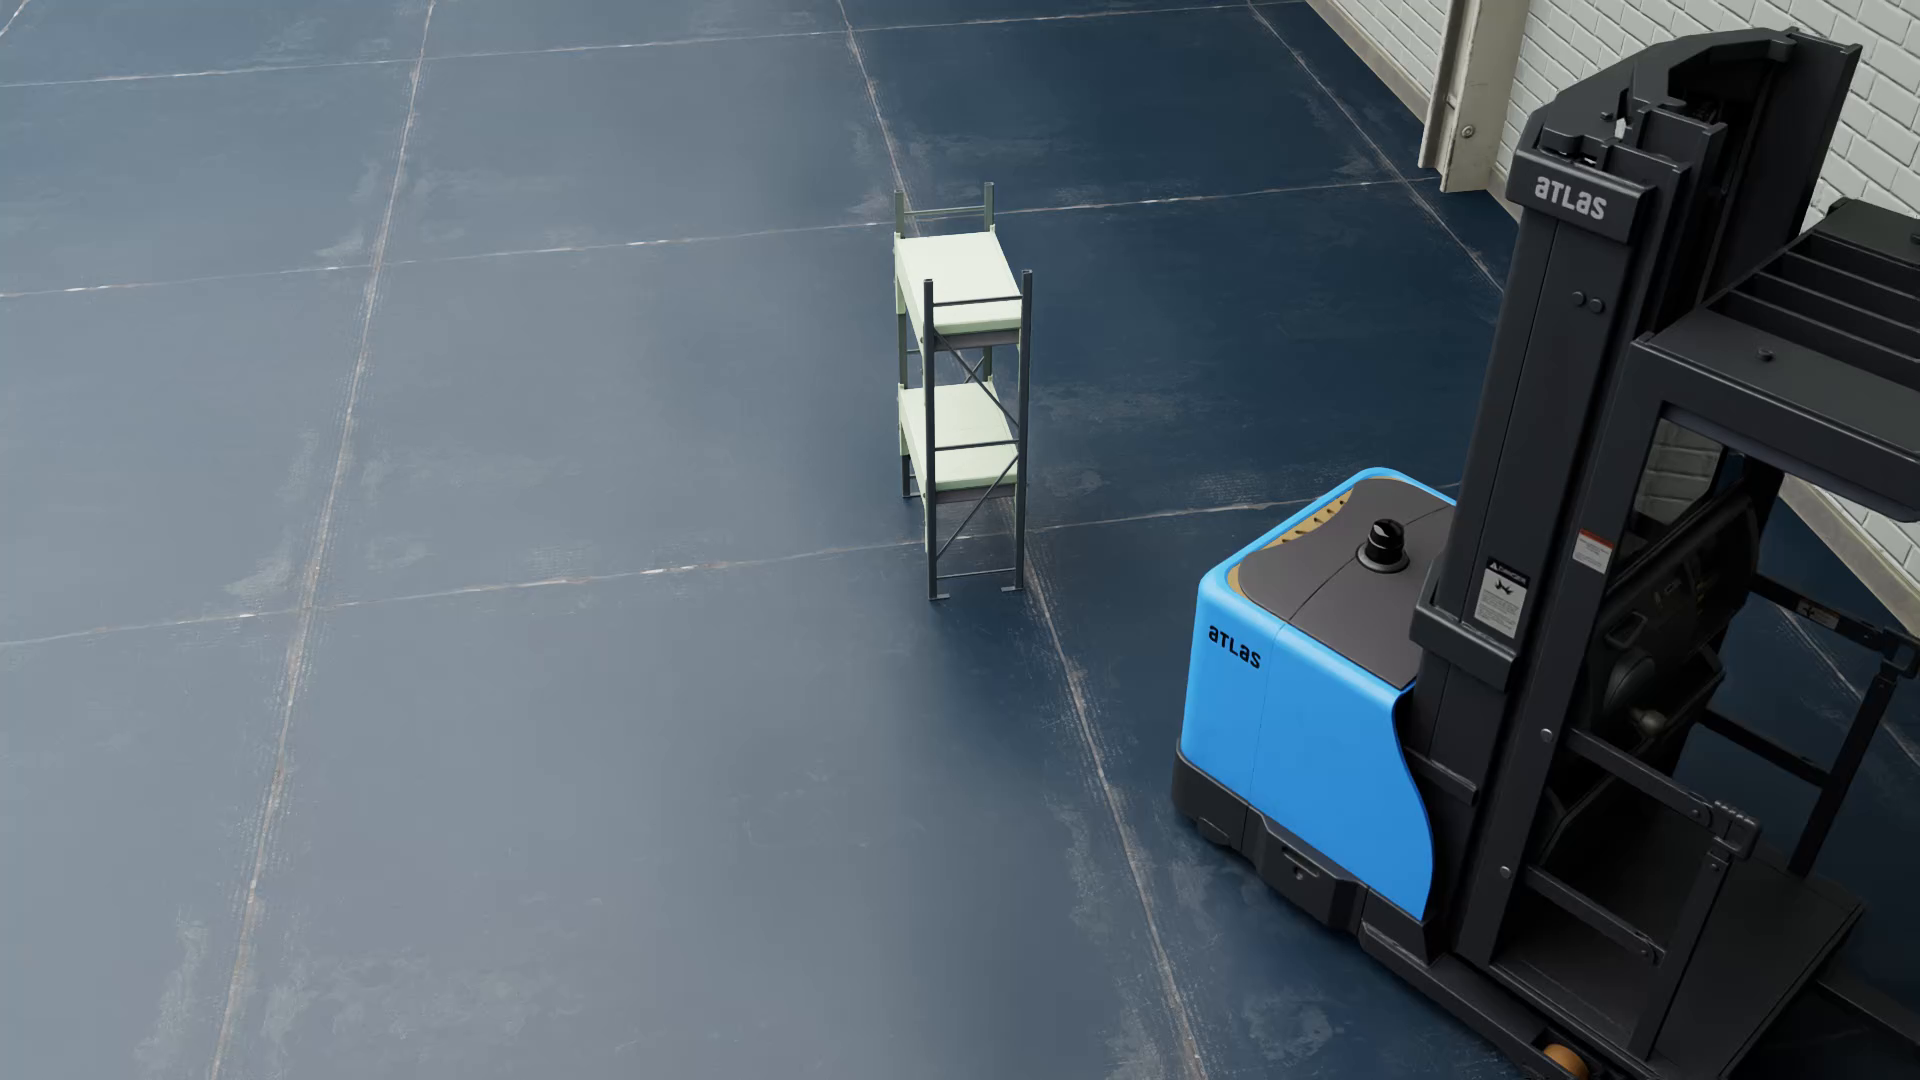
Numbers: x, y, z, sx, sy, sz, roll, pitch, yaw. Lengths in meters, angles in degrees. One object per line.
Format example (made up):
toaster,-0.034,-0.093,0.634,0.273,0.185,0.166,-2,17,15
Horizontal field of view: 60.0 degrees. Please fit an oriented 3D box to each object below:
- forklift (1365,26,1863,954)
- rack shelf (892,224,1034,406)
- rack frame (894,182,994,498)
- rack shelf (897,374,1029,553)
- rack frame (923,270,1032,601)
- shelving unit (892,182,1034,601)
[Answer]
forklift,2.124,0.275,4.508,1.121,2.935,3.031,-30,47,-33
rack shelf,0.001,-0.896,6.545,0.431,0.370,0.720,-6,38,-8
rack frame,-0.063,-0.809,7.069,0.400,1.500,0.023,-6,38,-8
rack shelf,0.001,-0.331,6.985,0.431,0.370,0.720,-6,38,-8
rack frame,0.065,-0.367,6.500,0.400,1.500,0.023,-6,38,-8
shelving unit,0.001,-0.588,6.785,0.431,1.500,0.755,-6,38,-8
